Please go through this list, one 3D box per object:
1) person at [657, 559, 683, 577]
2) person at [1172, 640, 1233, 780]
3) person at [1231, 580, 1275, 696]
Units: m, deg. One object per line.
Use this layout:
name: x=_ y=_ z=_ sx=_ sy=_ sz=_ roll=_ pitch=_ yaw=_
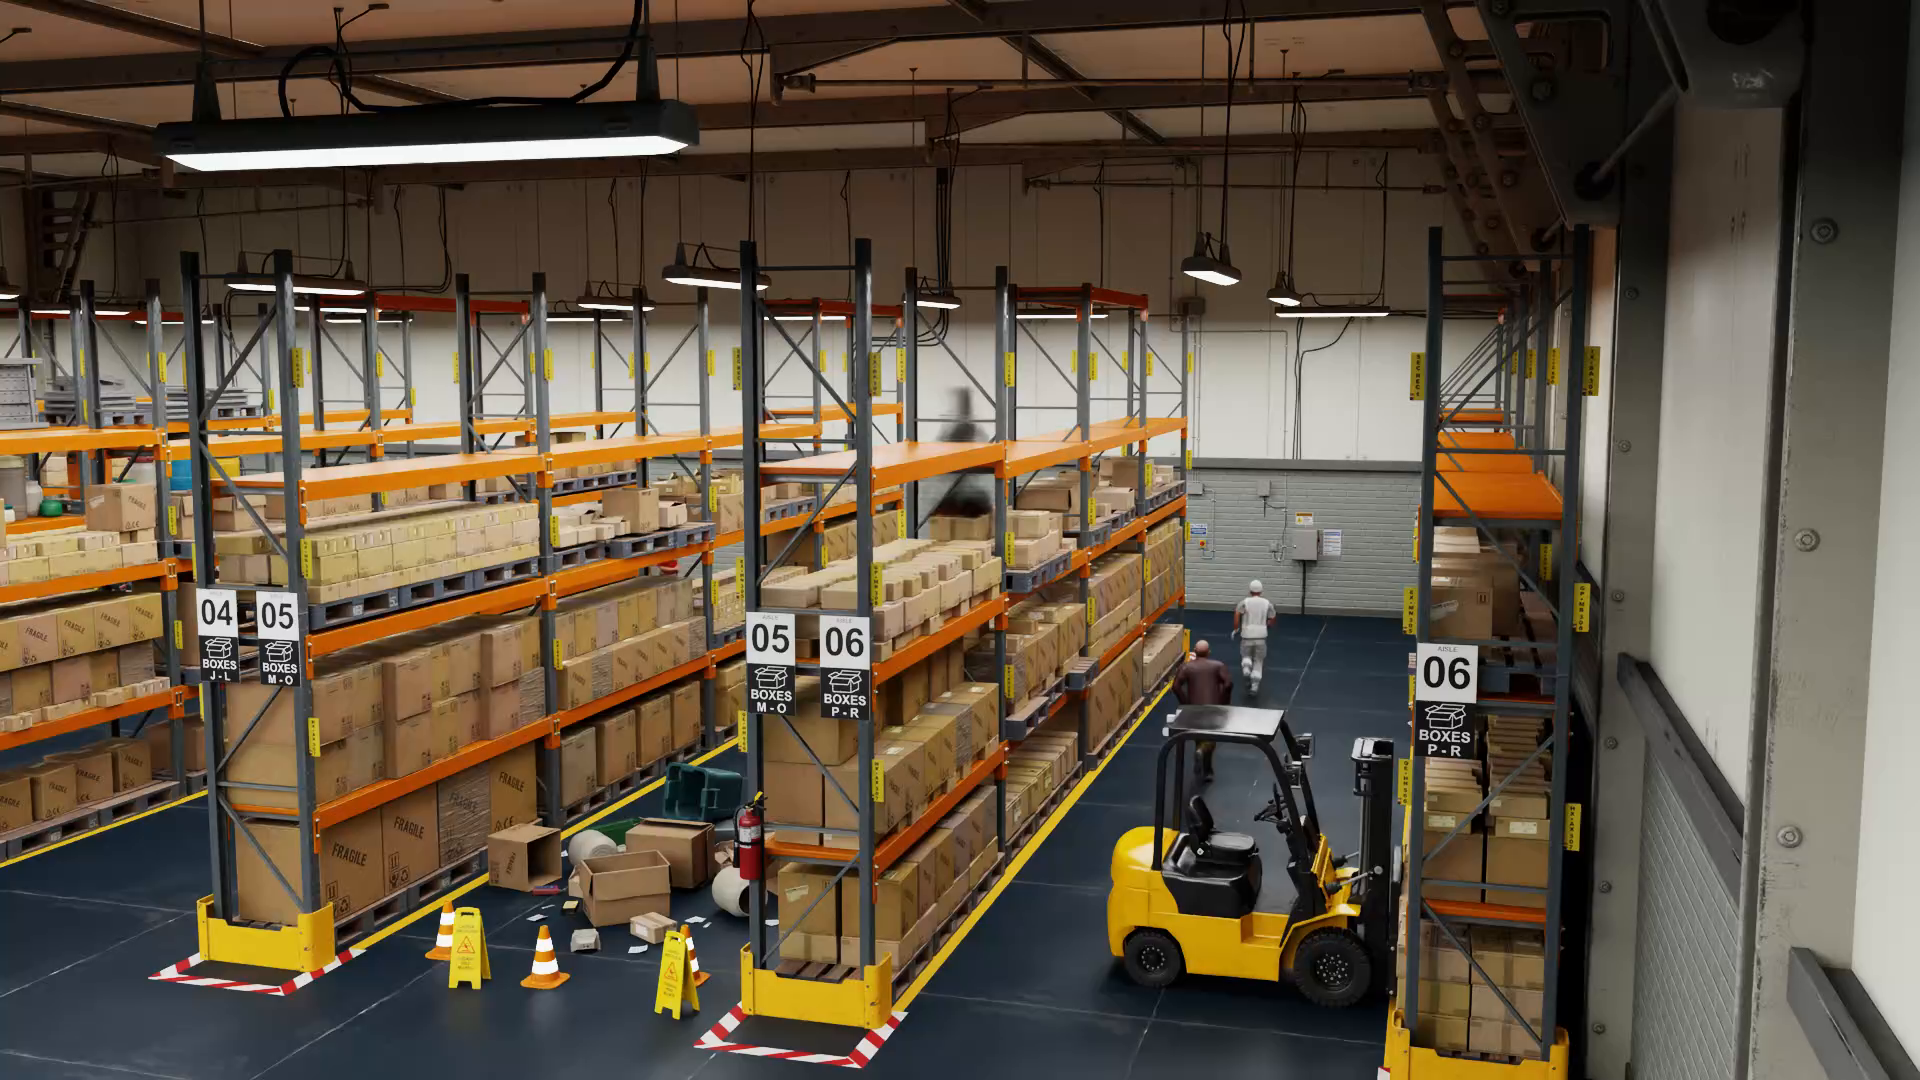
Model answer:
person: x=-5.554 y=0.779 z=31.681 sx=0.761 sy=1.737 sz=0.649 roll=3 pitch=7 yaw=24
person: x=2.895 y=2.104 z=19.913 sx=0.721 sy=1.770 sz=0.968 roll=2 pitch=7 yaw=18
person: x=4.460 y=1.464 z=25.338 sx=0.661 sy=1.735 sz=0.642 roll=1 pitch=6 yaw=7
